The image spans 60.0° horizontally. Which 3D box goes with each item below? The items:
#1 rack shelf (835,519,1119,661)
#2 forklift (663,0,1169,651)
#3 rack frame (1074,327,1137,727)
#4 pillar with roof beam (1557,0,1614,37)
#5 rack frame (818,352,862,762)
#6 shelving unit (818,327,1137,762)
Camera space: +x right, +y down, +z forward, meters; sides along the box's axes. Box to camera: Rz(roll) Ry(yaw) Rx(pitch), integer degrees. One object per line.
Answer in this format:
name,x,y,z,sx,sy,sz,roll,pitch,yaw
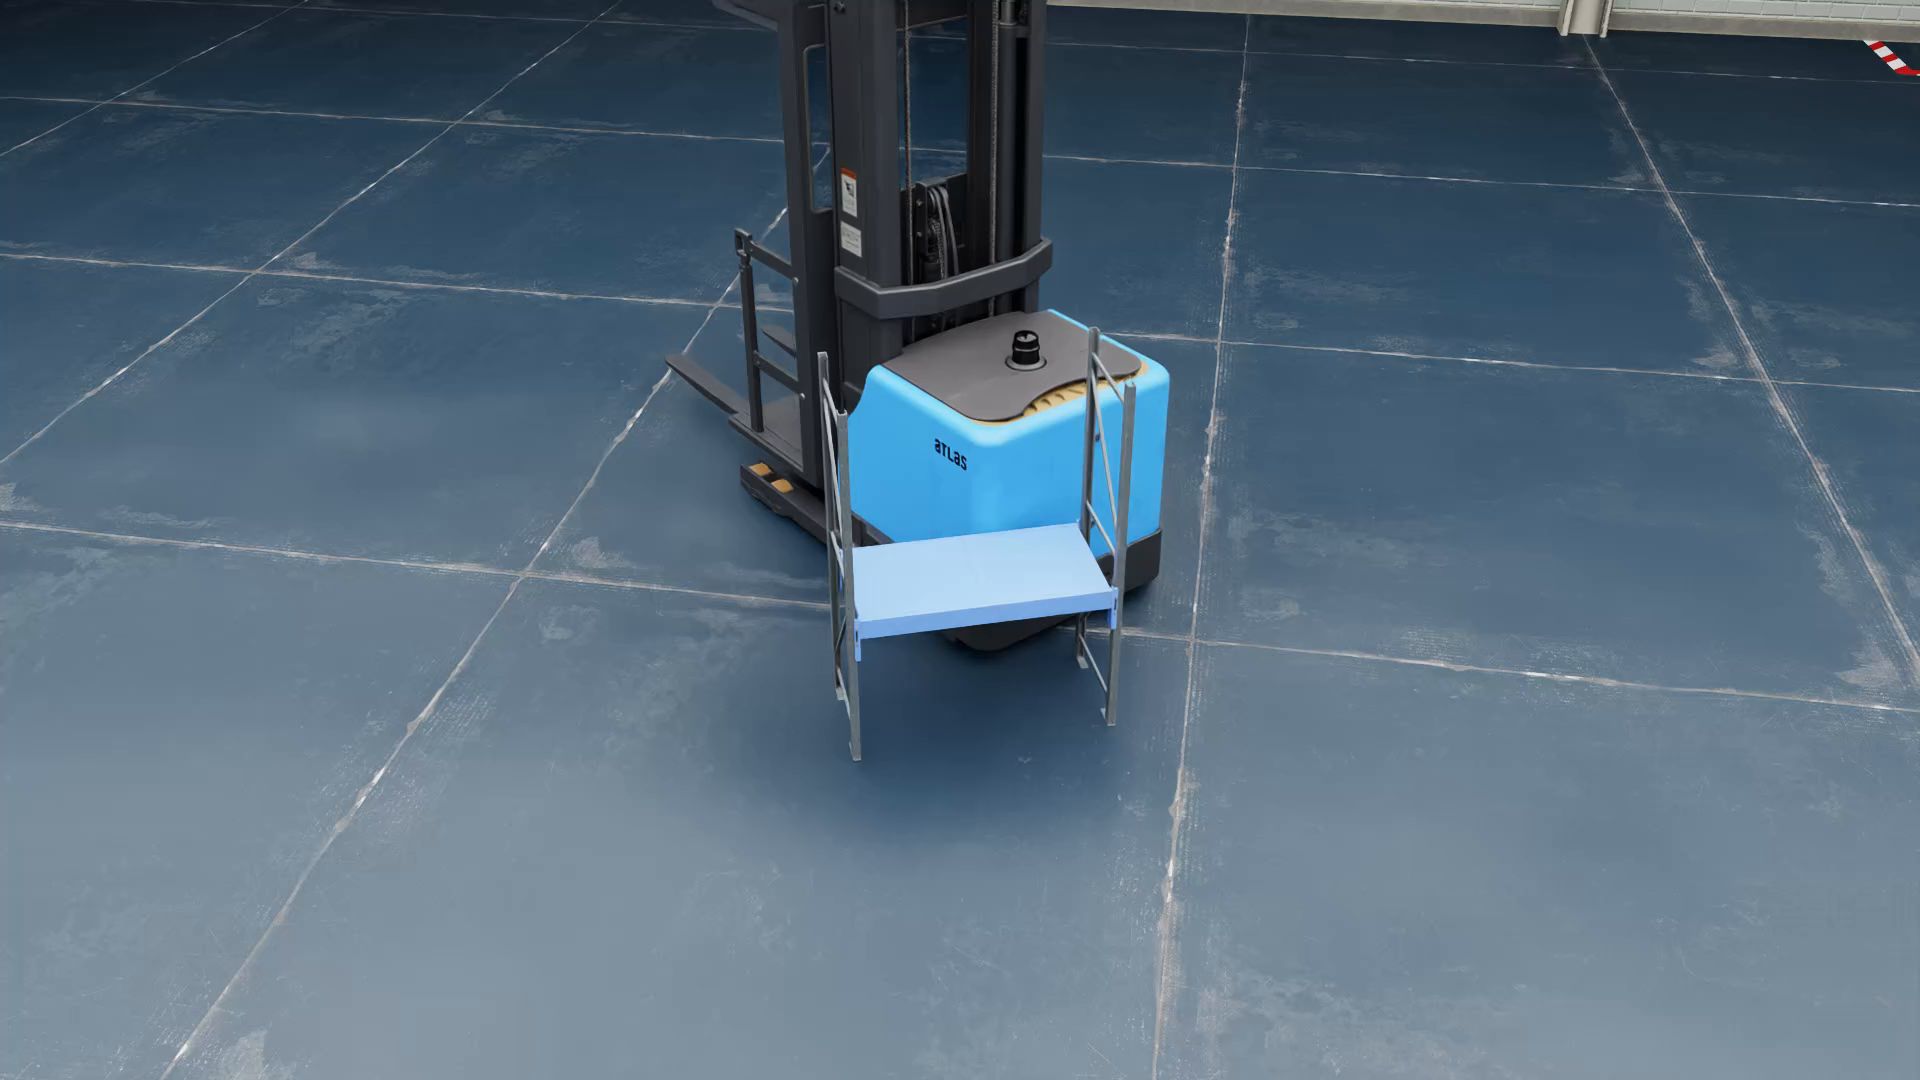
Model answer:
rack shelf,0.050,0.182,6.385,1.000,0.185,0.538,-6,33,-10
forklift,-0.408,-1.507,7.395,1.130,2.935,3.031,-22,38,-31
rack frame,0.547,-0.027,6.380,0.032,1.500,0.500,-6,33,-10
pillar with roof beam,4.935,-6.195,9.165,0.400,9.000,9.100,5,32,8
rack frame,-0.447,0.086,6.199,0.032,1.500,0.500,-6,33,-10
shelving unit,0.050,0.029,6.290,1.048,1.500,0.538,-6,33,-10
